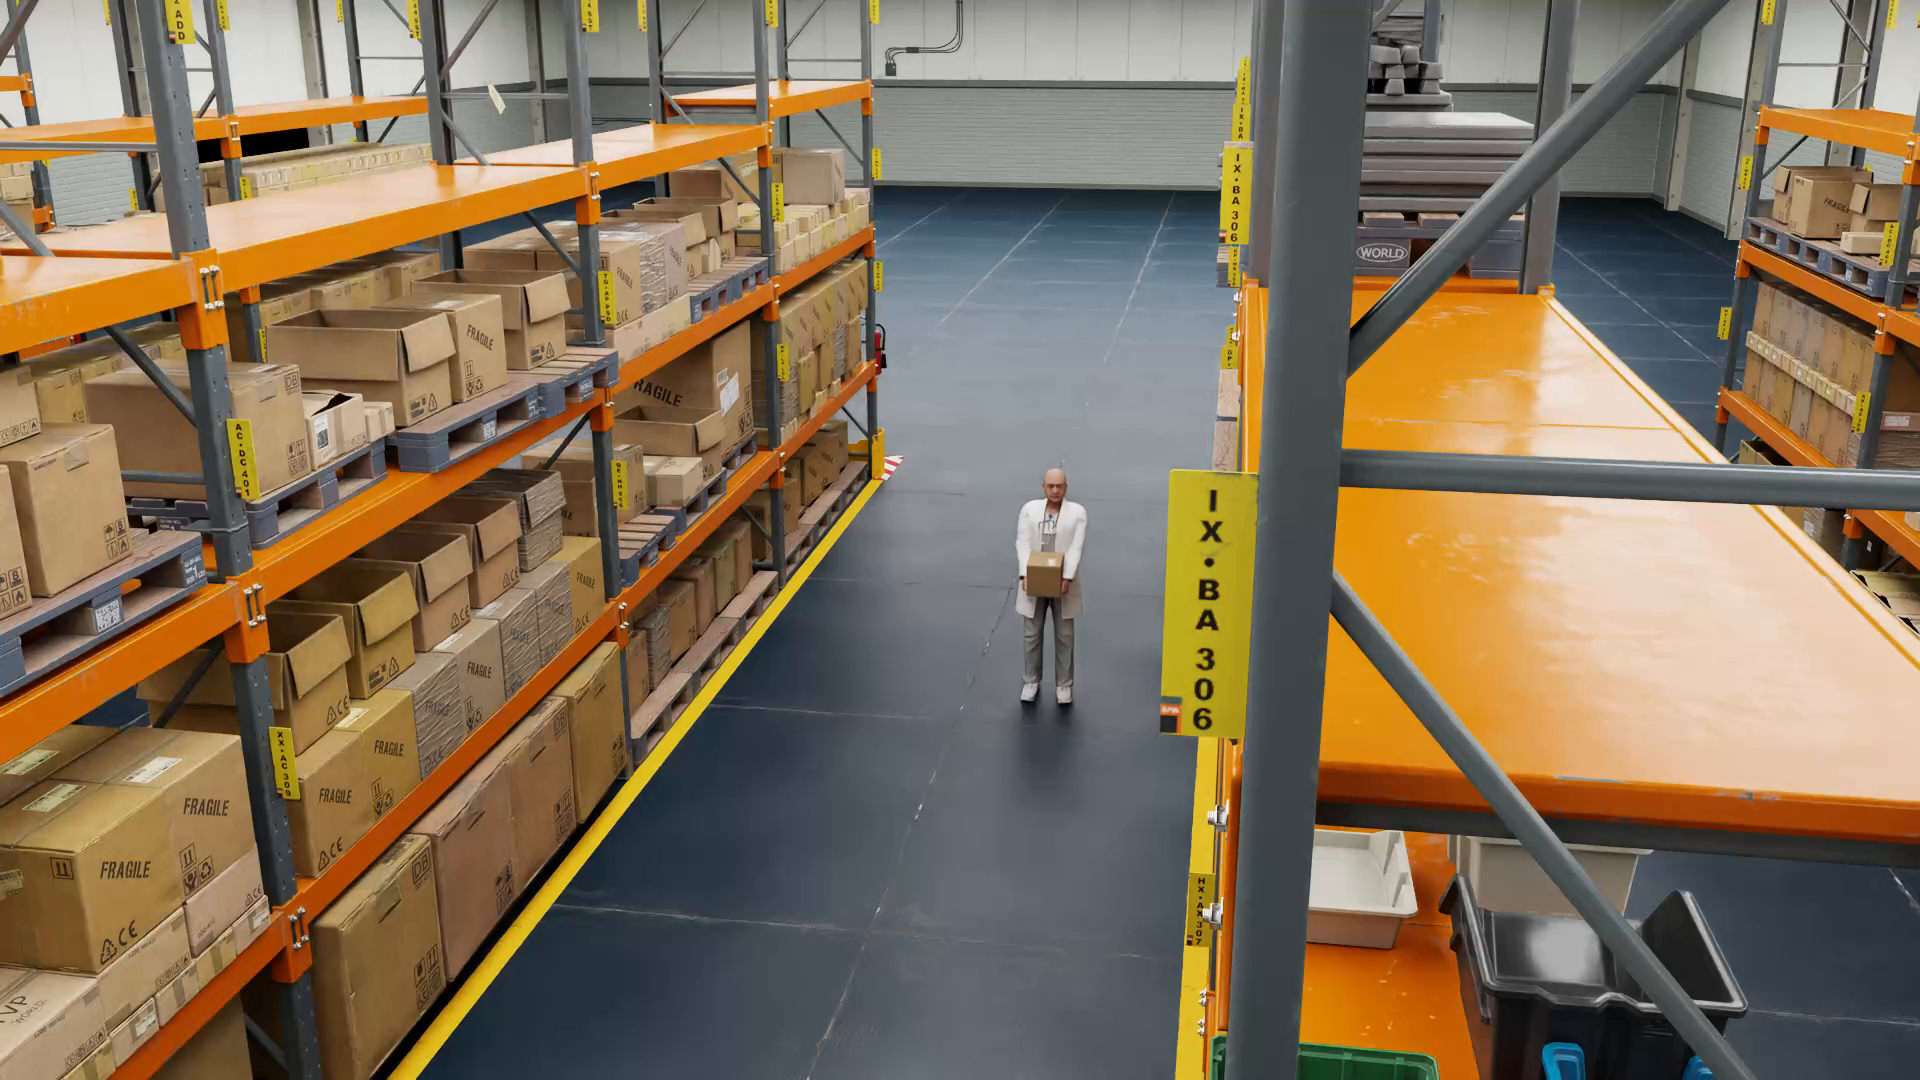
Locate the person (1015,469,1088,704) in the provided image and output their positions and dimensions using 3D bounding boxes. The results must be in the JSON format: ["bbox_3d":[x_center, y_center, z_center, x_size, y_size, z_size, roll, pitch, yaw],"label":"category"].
[{"bbox_3d":[0.665,0.369,12.423,0.528,1.775,0.548,3,18,10],"label":"person"}]
